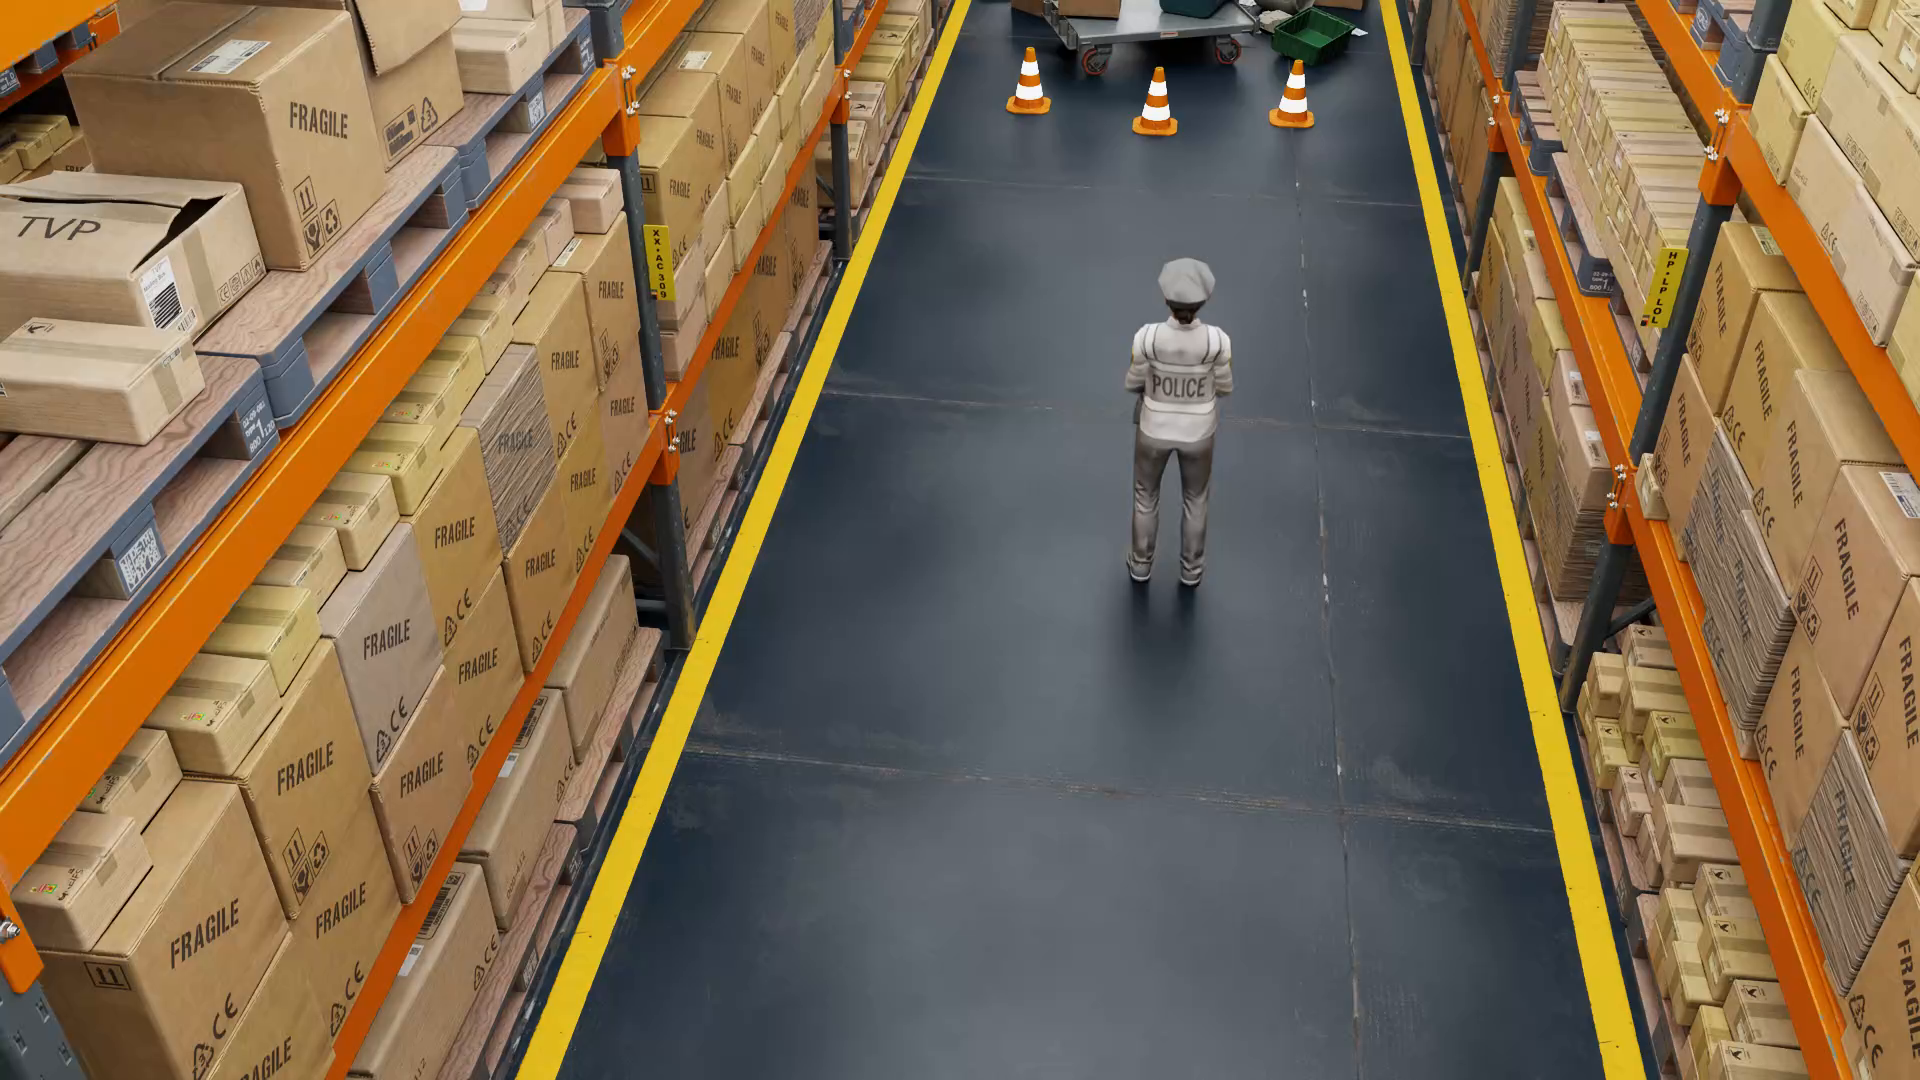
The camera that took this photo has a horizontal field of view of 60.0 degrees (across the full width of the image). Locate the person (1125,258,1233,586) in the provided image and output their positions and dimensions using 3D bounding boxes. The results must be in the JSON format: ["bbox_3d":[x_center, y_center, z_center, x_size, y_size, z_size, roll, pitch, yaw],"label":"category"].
[{"bbox_3d":[1.006,-0.562,7.775,0.489,1.691,0.489,4,37,6],"label":"person"}]
